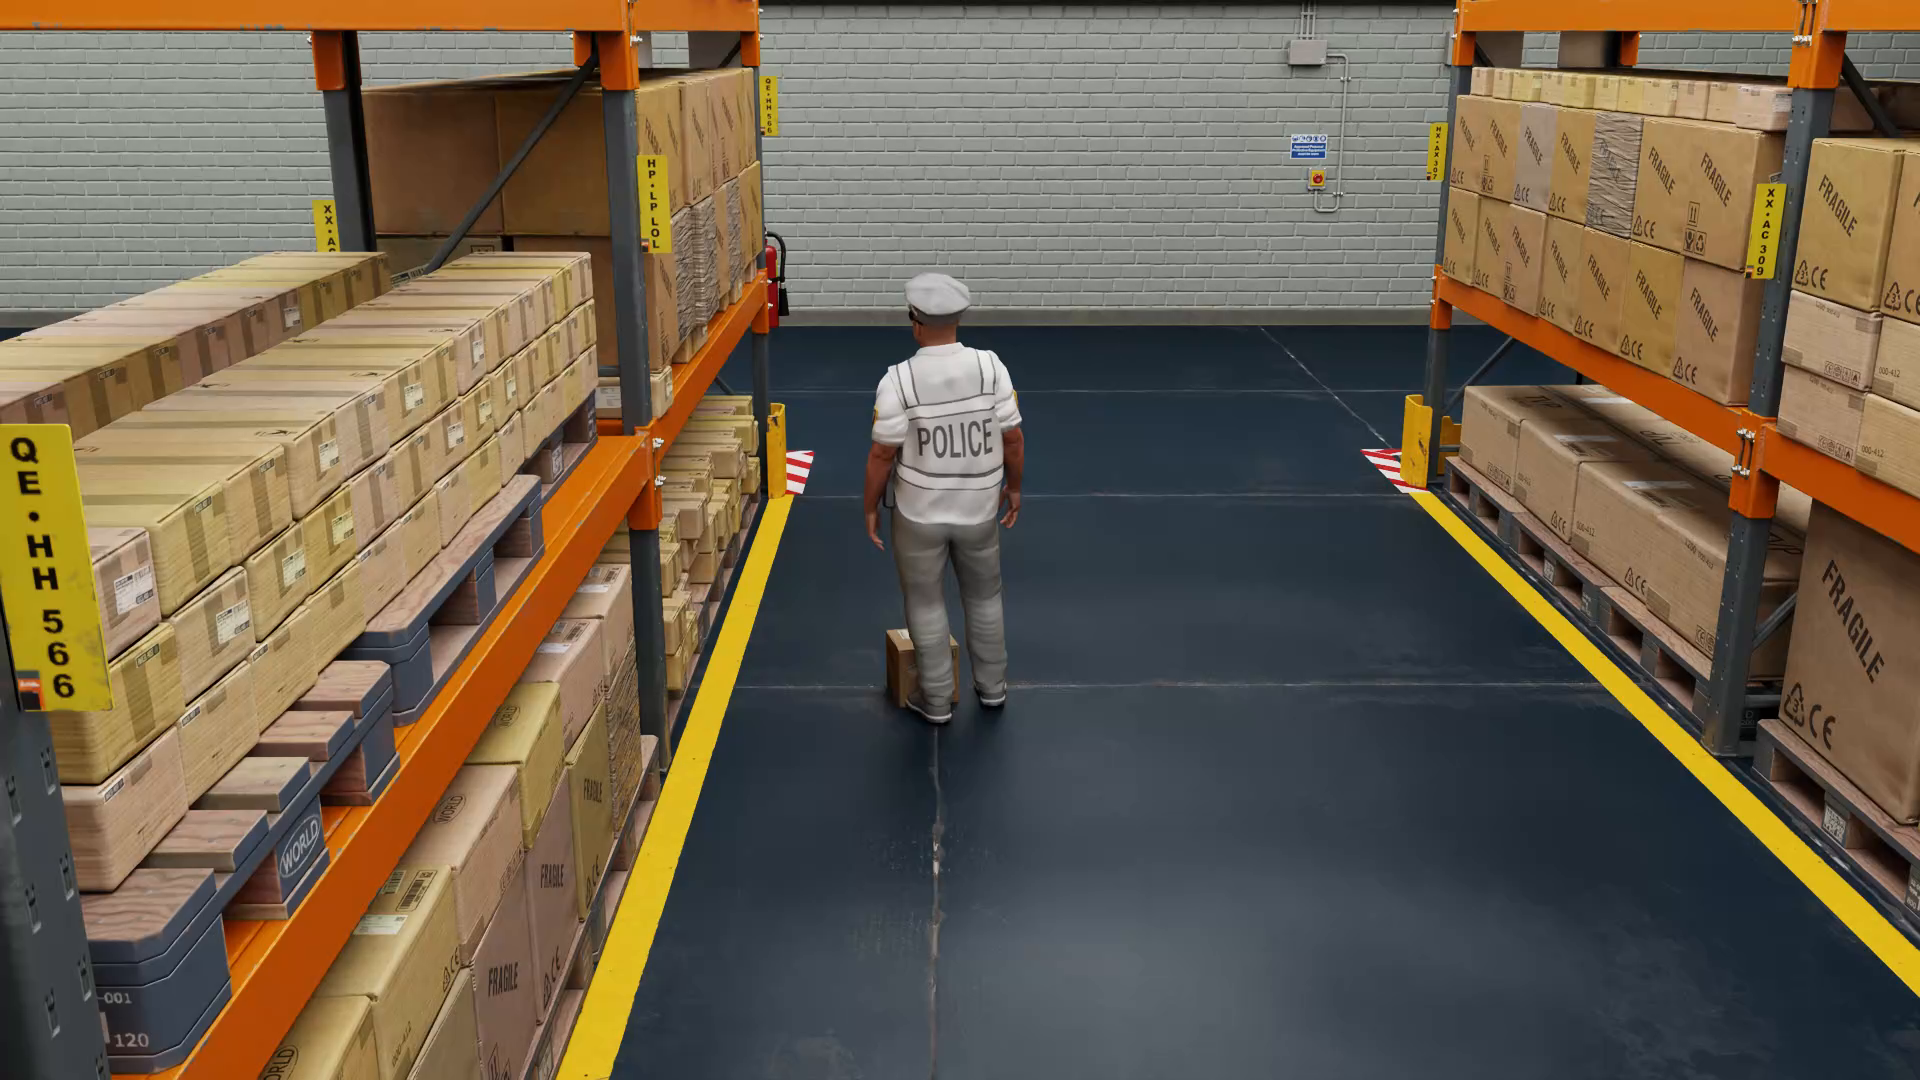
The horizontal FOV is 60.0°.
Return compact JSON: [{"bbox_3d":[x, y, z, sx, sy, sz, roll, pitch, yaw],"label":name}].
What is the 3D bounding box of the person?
[{"bbox_3d":[-0.074,-0.160,6.473,0.640,1.780,0.574,-4,18,-14],"label":"person"}]
